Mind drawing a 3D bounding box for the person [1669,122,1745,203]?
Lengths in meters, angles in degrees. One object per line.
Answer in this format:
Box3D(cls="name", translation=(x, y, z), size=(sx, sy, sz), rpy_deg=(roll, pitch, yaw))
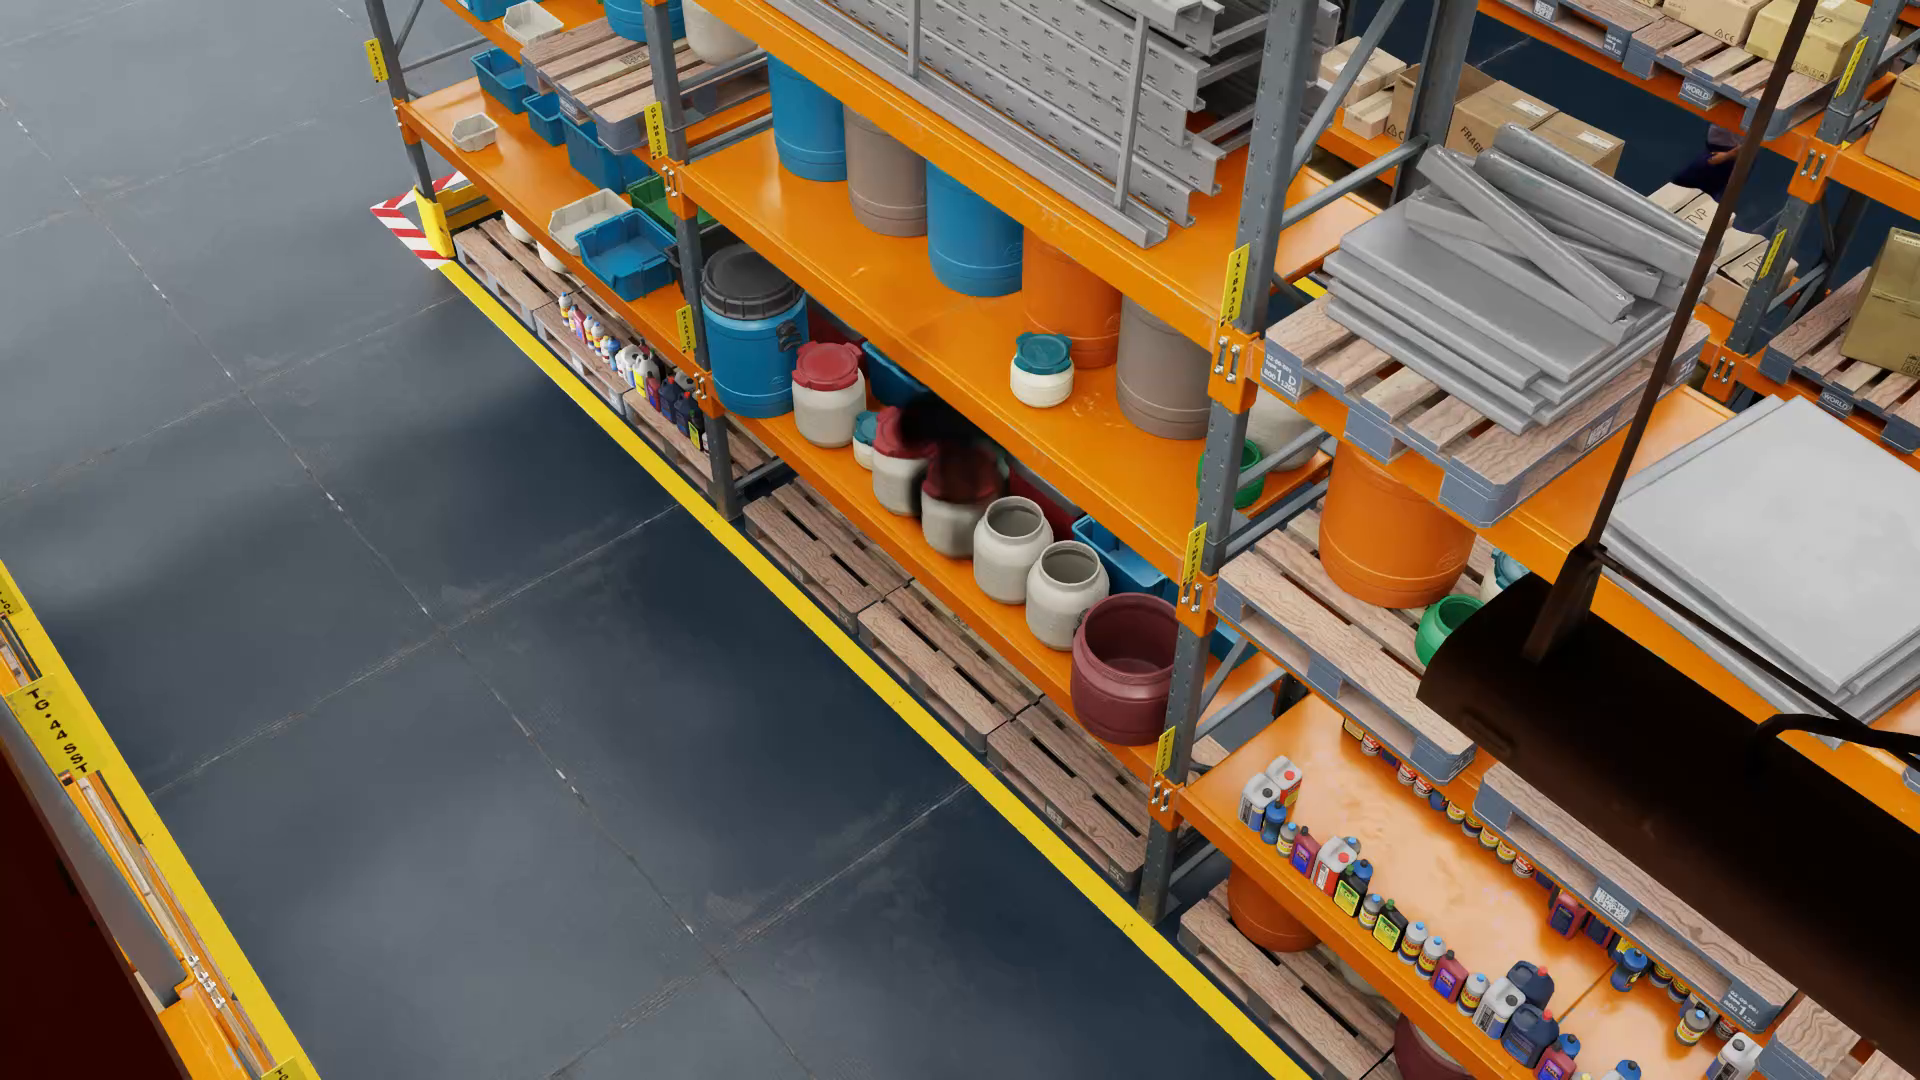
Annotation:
Box3D(cls="person", translation=(5.761, -2.902, 12.678), size=(0.605, 1.529, 0.563), rpy_deg=(31, 54, 26))
